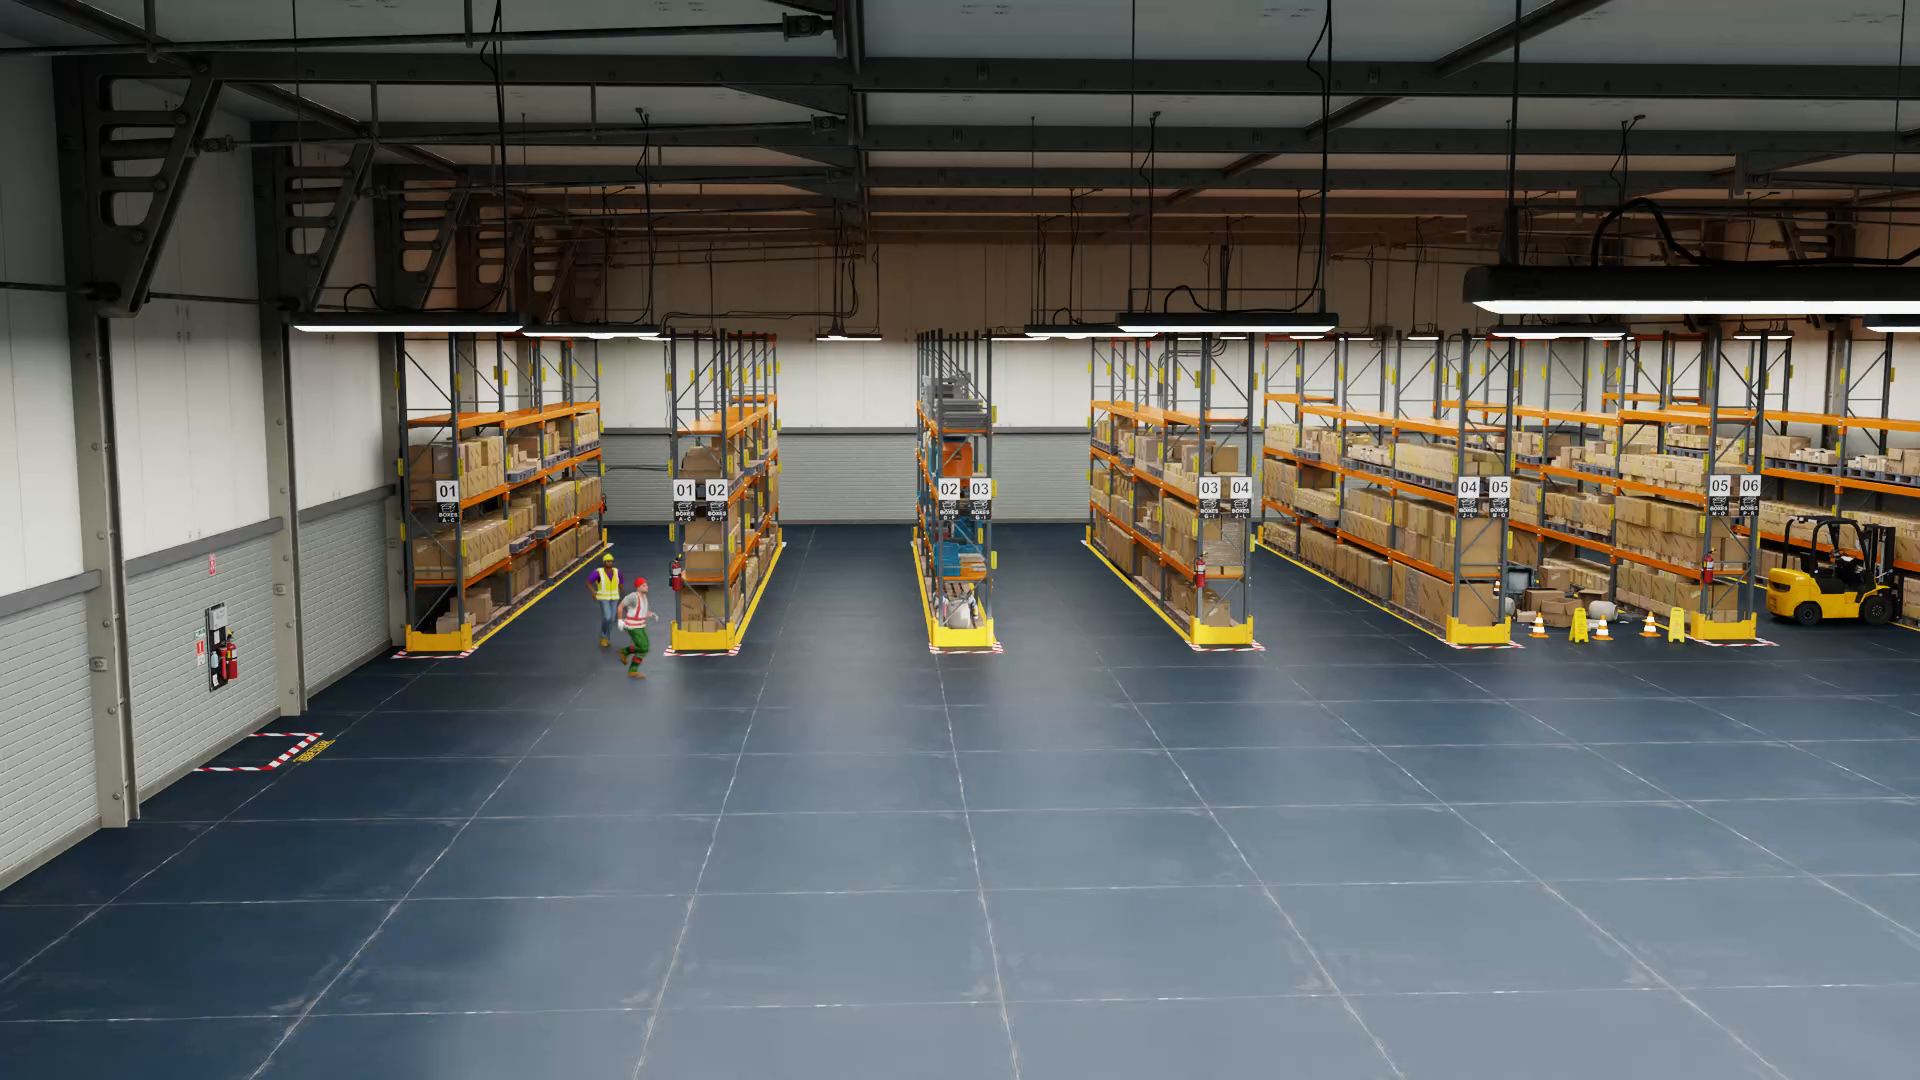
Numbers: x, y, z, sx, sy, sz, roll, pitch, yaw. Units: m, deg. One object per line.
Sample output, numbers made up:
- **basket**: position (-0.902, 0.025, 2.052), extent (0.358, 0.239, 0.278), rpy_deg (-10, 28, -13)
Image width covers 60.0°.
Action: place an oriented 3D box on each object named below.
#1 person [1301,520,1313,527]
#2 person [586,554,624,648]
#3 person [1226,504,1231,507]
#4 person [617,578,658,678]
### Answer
- **person**: position (10.157, -0.864, 48.791), extent (0.542, 1.708, 0.746), rpy_deg (6, 9, 42)
- **person**: position (-6.654, 1.151, 31.494), extent (0.673, 1.776, 0.705), rpy_deg (-5, 8, -37)
- **person**: position (7.771, -0.721, 48.036), extent (0.528, 1.594, 0.596), rpy_deg (2, 7, 15)
- **person**: position (-5.552, 1.510, 28.624), extent (0.686, 1.729, 0.707), rpy_deg (3, 7, 21)
